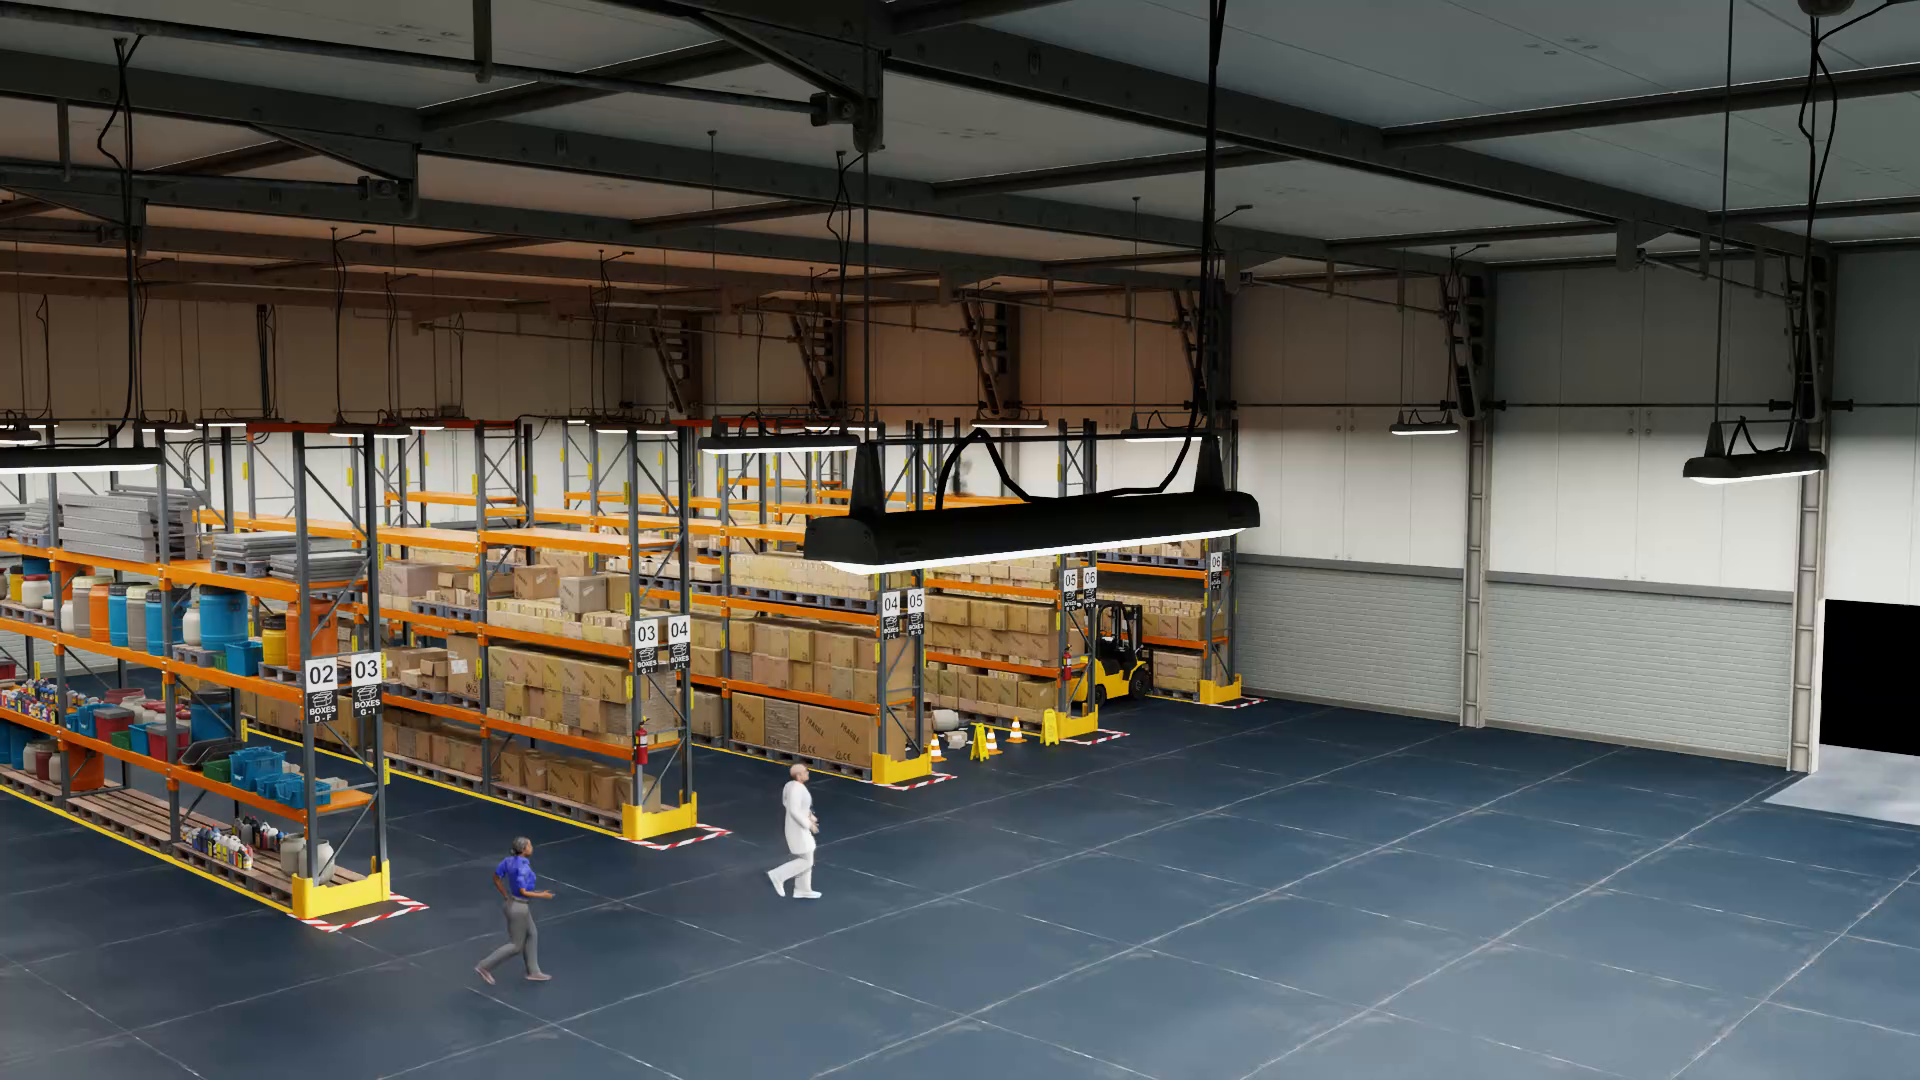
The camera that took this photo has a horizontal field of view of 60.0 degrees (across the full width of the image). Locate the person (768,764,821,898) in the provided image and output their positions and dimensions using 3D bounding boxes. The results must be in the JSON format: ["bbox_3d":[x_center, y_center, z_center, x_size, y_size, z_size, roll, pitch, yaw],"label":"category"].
[{"bbox_3d":[-2.135,3.731,21.267,0.718,1.757,0.711,-1,5,-17],"label":"person"}]

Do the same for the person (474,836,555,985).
[{"bbox_3d":[-4.861,4.045,18.027,0.876,1.655,0.564,-3,6,-32],"label":"person"}]

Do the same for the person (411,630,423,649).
[{"bbox_3d":[-11.621,2.683,35.324,0.545,1.564,0.623,-4,6,-42],"label":"person"}]
